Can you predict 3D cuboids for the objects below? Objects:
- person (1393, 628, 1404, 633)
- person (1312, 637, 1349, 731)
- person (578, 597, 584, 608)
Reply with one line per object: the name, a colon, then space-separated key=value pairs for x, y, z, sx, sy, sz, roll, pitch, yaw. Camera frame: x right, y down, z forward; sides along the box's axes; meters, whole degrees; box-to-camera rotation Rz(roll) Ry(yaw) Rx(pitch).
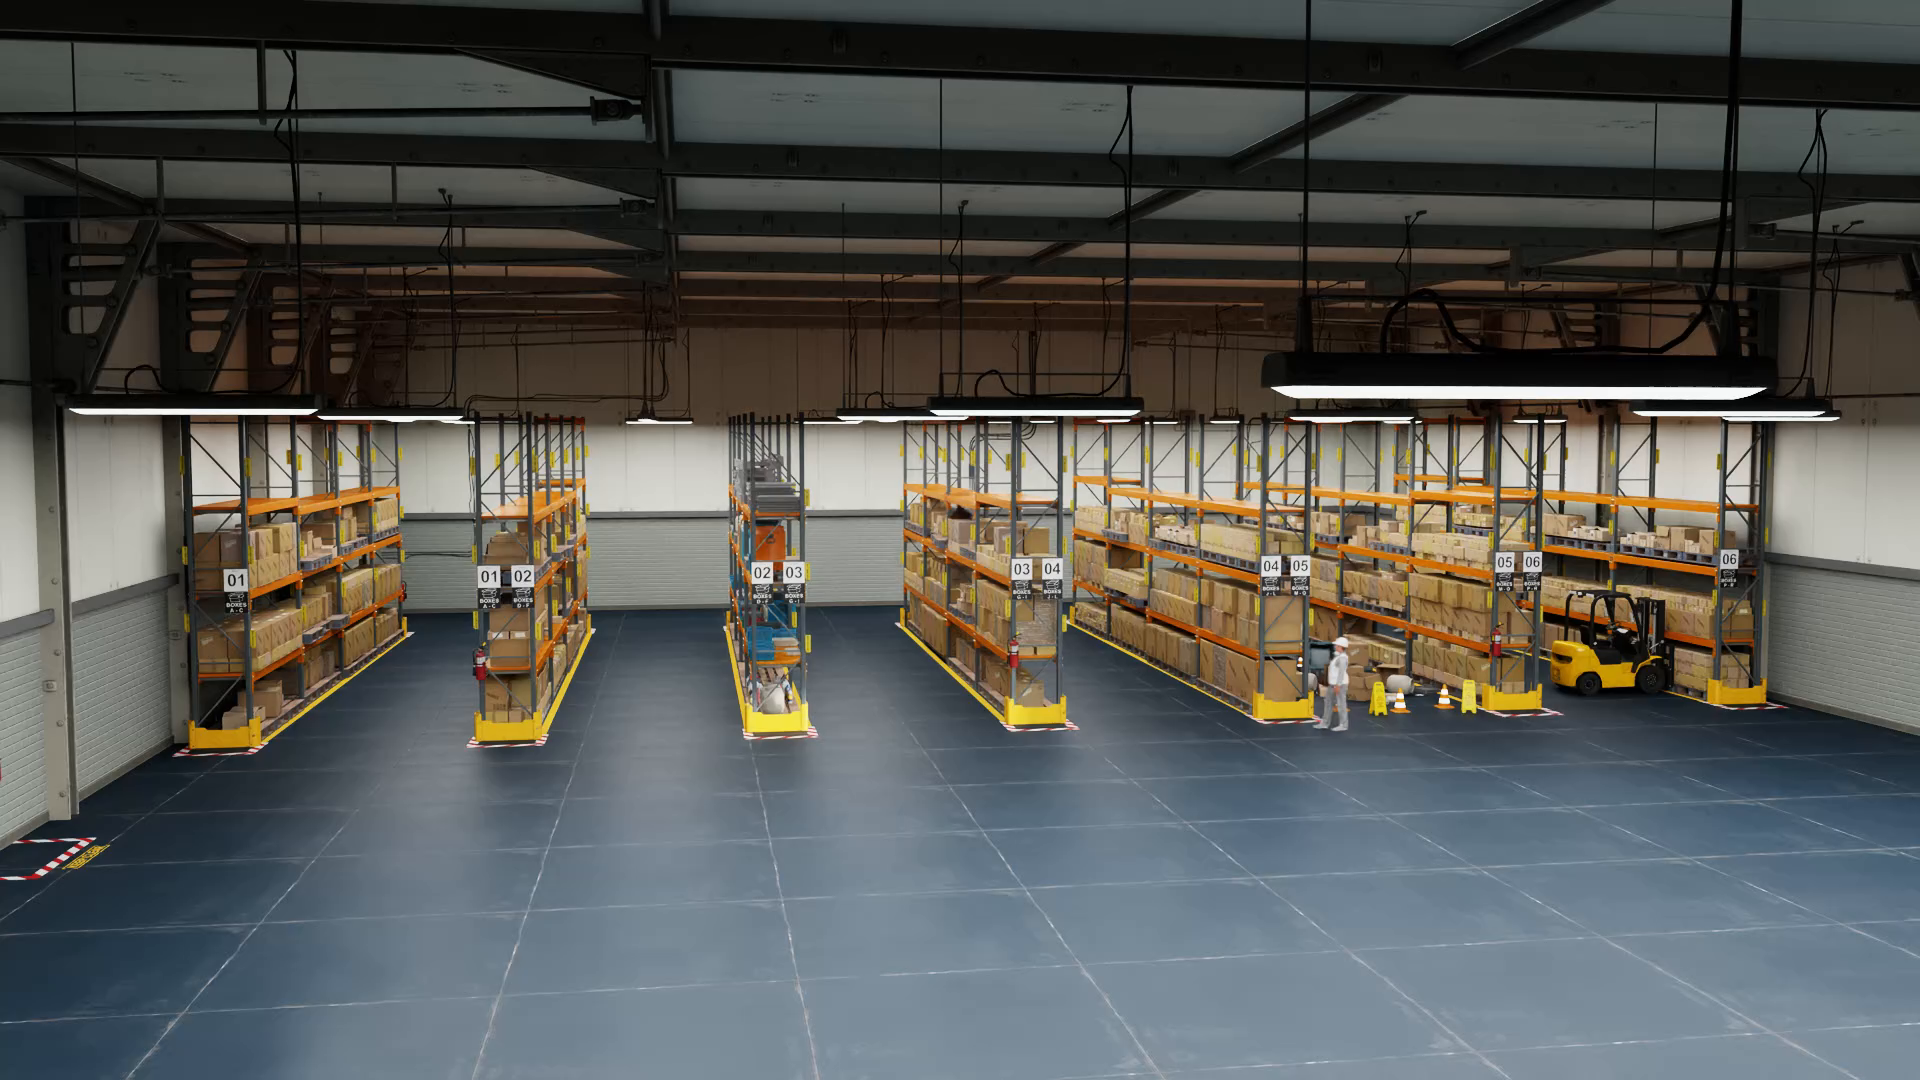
person: x=12.287 y=1.747 z=46.284 sx=0.444 sy=1.711 sz=0.526 roll=1 pitch=4 yaw=11
person: x=7.032 y=2.713 z=31.337 sx=0.589 sy=1.767 sz=0.586 roll=-1 pitch=4 yaw=-15
person: x=-11.160 y=1.560 z=48.101 sx=0.567 sy=1.754 sz=0.594 roll=2 pitch=5 yaw=32
